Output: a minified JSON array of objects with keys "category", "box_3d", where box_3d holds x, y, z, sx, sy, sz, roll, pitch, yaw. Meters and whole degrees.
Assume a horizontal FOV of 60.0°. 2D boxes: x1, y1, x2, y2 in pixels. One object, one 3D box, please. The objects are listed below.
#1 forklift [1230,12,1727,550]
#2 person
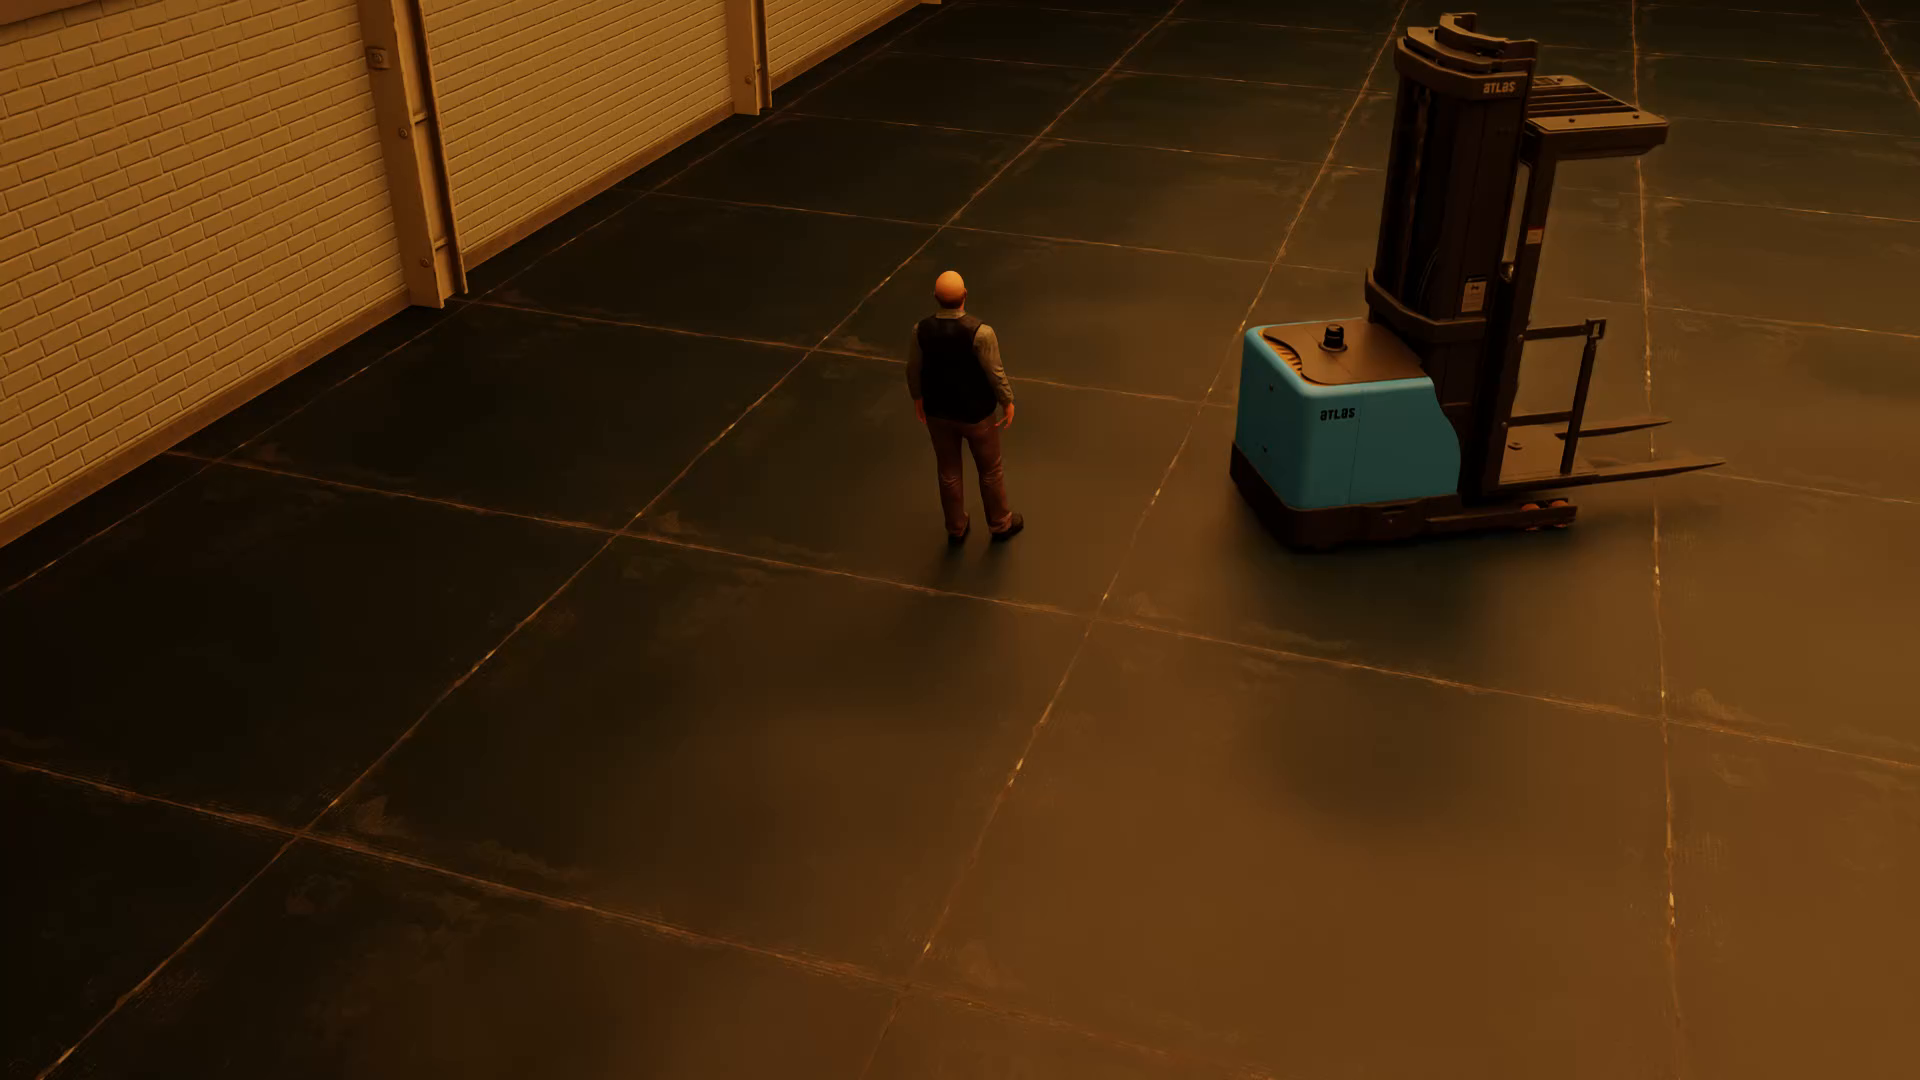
[{"category":"forklift","box_3d":[3.305,-1.577,9.904,3.031,2.935,1.130,-6,30,-11]},{"category":"person","box_3d":[0.028,-0.782,9.715,0.632,1.720,0.568,10,31,16]}]
